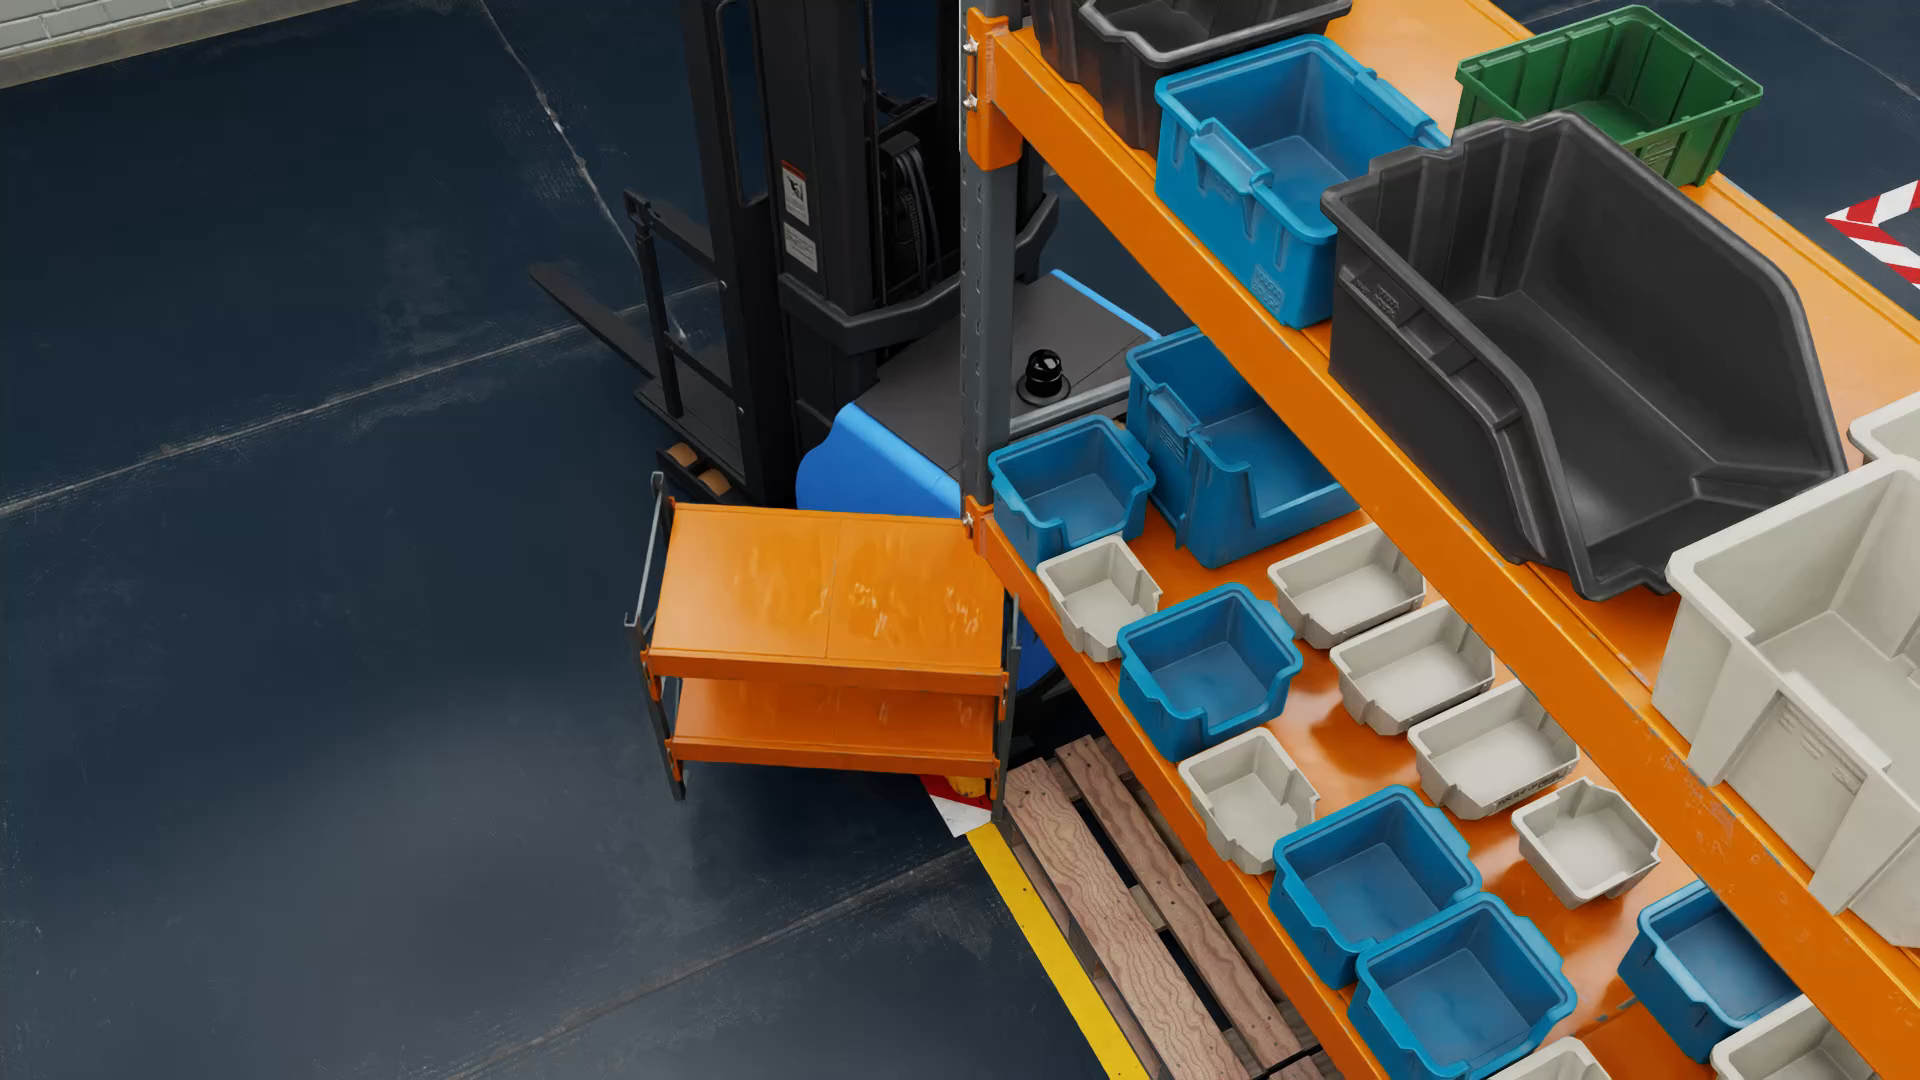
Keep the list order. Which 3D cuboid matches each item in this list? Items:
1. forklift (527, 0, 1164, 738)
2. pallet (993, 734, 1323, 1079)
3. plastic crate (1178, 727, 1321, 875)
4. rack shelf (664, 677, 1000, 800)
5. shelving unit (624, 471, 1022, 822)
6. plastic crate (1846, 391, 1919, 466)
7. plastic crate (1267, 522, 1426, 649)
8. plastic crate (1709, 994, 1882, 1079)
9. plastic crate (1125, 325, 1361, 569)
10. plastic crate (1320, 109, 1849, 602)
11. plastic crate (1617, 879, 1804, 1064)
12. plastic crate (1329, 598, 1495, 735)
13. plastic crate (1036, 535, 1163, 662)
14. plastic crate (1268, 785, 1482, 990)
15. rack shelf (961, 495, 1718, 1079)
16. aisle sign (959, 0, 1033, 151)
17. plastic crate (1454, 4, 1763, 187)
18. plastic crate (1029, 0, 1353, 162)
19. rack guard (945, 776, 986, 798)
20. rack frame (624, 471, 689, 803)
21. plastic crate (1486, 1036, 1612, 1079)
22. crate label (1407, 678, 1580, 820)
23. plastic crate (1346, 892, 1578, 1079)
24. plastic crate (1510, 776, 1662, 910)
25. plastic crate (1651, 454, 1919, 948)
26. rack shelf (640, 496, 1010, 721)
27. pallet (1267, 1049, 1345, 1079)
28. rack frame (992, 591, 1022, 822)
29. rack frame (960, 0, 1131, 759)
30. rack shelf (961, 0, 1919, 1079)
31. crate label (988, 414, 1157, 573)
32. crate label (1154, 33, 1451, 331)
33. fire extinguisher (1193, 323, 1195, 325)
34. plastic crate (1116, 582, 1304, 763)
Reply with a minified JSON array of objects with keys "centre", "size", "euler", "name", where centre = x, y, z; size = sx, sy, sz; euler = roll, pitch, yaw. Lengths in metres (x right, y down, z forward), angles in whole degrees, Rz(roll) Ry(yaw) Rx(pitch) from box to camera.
[{"centre":[-0.517,-1.314,5.452],"size":[1.130,2.935,3.031],"euler":[-36,58,-27],"name":"forklift"},{"centre":[0.814,1.062,5.181],"size":[1.003,0.211,1.213],"euler":[-21,52,-18],"name":"pallet"},{"centre":[0.675,0.622,3.849],"size":[0.250,0.136,0.298],"euler":[-21,52,-18],"name":"plastic crate"},{"centre":[-0.369,0.487,5.185],"size":[1.000,0.278,0.538],"euler":[3,57,0],"name":"rack shelf"},{"centre":[-0.363,0.354,4.980],"size":[1.048,1.125,0.538],"euler":[3,57,0],"name":"shelving unit"},{"centre":[1.638,-0.025,2.461],"size":[0.437,0.136,0.530],"euler":[-21,52,-18],"name":"plastic crate"},{"centre":[1.006,0.129,4.280],"size":[0.396,0.136,0.243],"euler":[-21,52,-18],"name":"plastic crate"},{"centre":[1.767,1.190,3.256],"size":[0.437,0.282,0.530],"euler":[-21,52,-18],"name":"plastic crate"},{"centre":[0.791,-0.293,4.450],"size":[0.616,0.435,0.499],"euler":[-21,52,-18],"name":"plastic crate"},{"centre":[0.926,-0.271,2.543],"size":[0.504,0.338,0.767],"euler":[-21,52,-18],"name":"plastic crate"},{"centre":[1.639,0.900,3.541],"size":[0.416,0.233,0.300],"euler":[-21,52,-18],"name":"plastic crate"},{"centre":[1.125,0.328,4.106],"size":[0.396,0.136,0.243],"euler":[-21,52,-18],"name":"plastic crate"},{"centre":[0.365,0.168,4.246],"size":[0.250,0.136,0.298],"euler":[-21,52,-18],"name":"plastic crate"},{"centre":[0.894,0.774,3.652],"size":[0.416,0.233,0.300],"euler":[-21,52,-18],"name":"plastic crate"},{"centre":[1.387,1.154,3.726],"size":[1.077,0.370,4.000],"euler":[-21,52,-18],"name":"rack shelf"},{"centre":[0.174,-1.223,3.600],"size":[0.394,0.787,0.004],"euler":[-21,52,-18],"name":"aisle sign"},{"centre":[1.177,-0.777,3.085],"size":[0.450,0.188,0.336],"euler":[-21,52,-18],"name":"plastic crate"},{"centre":[0.400,-1.012,3.236],"size":[0.497,0.269,0.590],"euler":[-21,52,-18],"name":"plastic crate"},{"centre":[0.449,0.390,5.577],"size":[1.175,0.500,0.348],"euler":[-21,52,-18],"name":"rack guard"},{"centre":[-0.871,0.324,4.983],"size":[0.032,1.125,0.500],"euler":[3,57,0],"name":"rack frame"},{"centre":[1.238,1.261,3.290],"size":[0.293,0.136,0.466],"euler":[-21,52,-18],"name":"plastic crate"},{"centre":[1.275,0.506,3.950],"size":[0.396,0.136,0.243],"euler":[-21,52,-18],"name":"crate label"},{"centre":[1.032,0.975,3.476],"size":[0.416,0.233,0.300],"euler":[-21,52,-18],"name":"plastic crate"},{"centre":[1.427,0.698,3.782],"size":[0.298,0.136,0.250],"euler":[-21,52,-18],"name":"plastic crate"},{"centre":[1.211,0.220,2.151],"size":[0.437,0.282,0.530],"euler":[-21,52,-18],"name":"plastic crate"},{"centre":[-0.356,0.194,4.734],"size":[1.000,0.278,0.538],"euler":[3,57,0],"name":"rack shelf"},{"centre":[1.369,1.877,4.468],"size":[1.003,0.211,1.213],"euler":[-21,52,-18],"name":"pallet"},{"centre":[0.144,0.383,4.976],"size":[0.032,1.125,0.500],"euler":[3,57,0],"name":"rack frame"},{"centre":[0.472,-0.421,4.626],"size":[1.000,3.000,0.127],"euler":[-21,52,-18],"name":"rack frame"},{"centre":[1.387,0.167,2.597],"size":[1.077,0.370,4.000],"euler":[-21,52,-18],"name":"rack shelf"},{"centre":[0.292,-0.107,4.422],"size":[0.416,0.233,0.303],"euler":[-21,52,-18],"name":"crate label"},{"centre":[0.606,-0.631,2.915],"size":[0.408,0.251,0.502],"euler":[-21,52,-18],"name":"crate label"},{"centre":[0.807,-0.531,5.020],"size":[0.296,0.674,0.183],"euler":[-21,52,-18],"name":"fire extinguisher"},{"centre":[0.593,0.333,4.037],"size":[0.416,0.233,0.300],"euler":[-21,52,-18],"name":"plastic crate"}]
